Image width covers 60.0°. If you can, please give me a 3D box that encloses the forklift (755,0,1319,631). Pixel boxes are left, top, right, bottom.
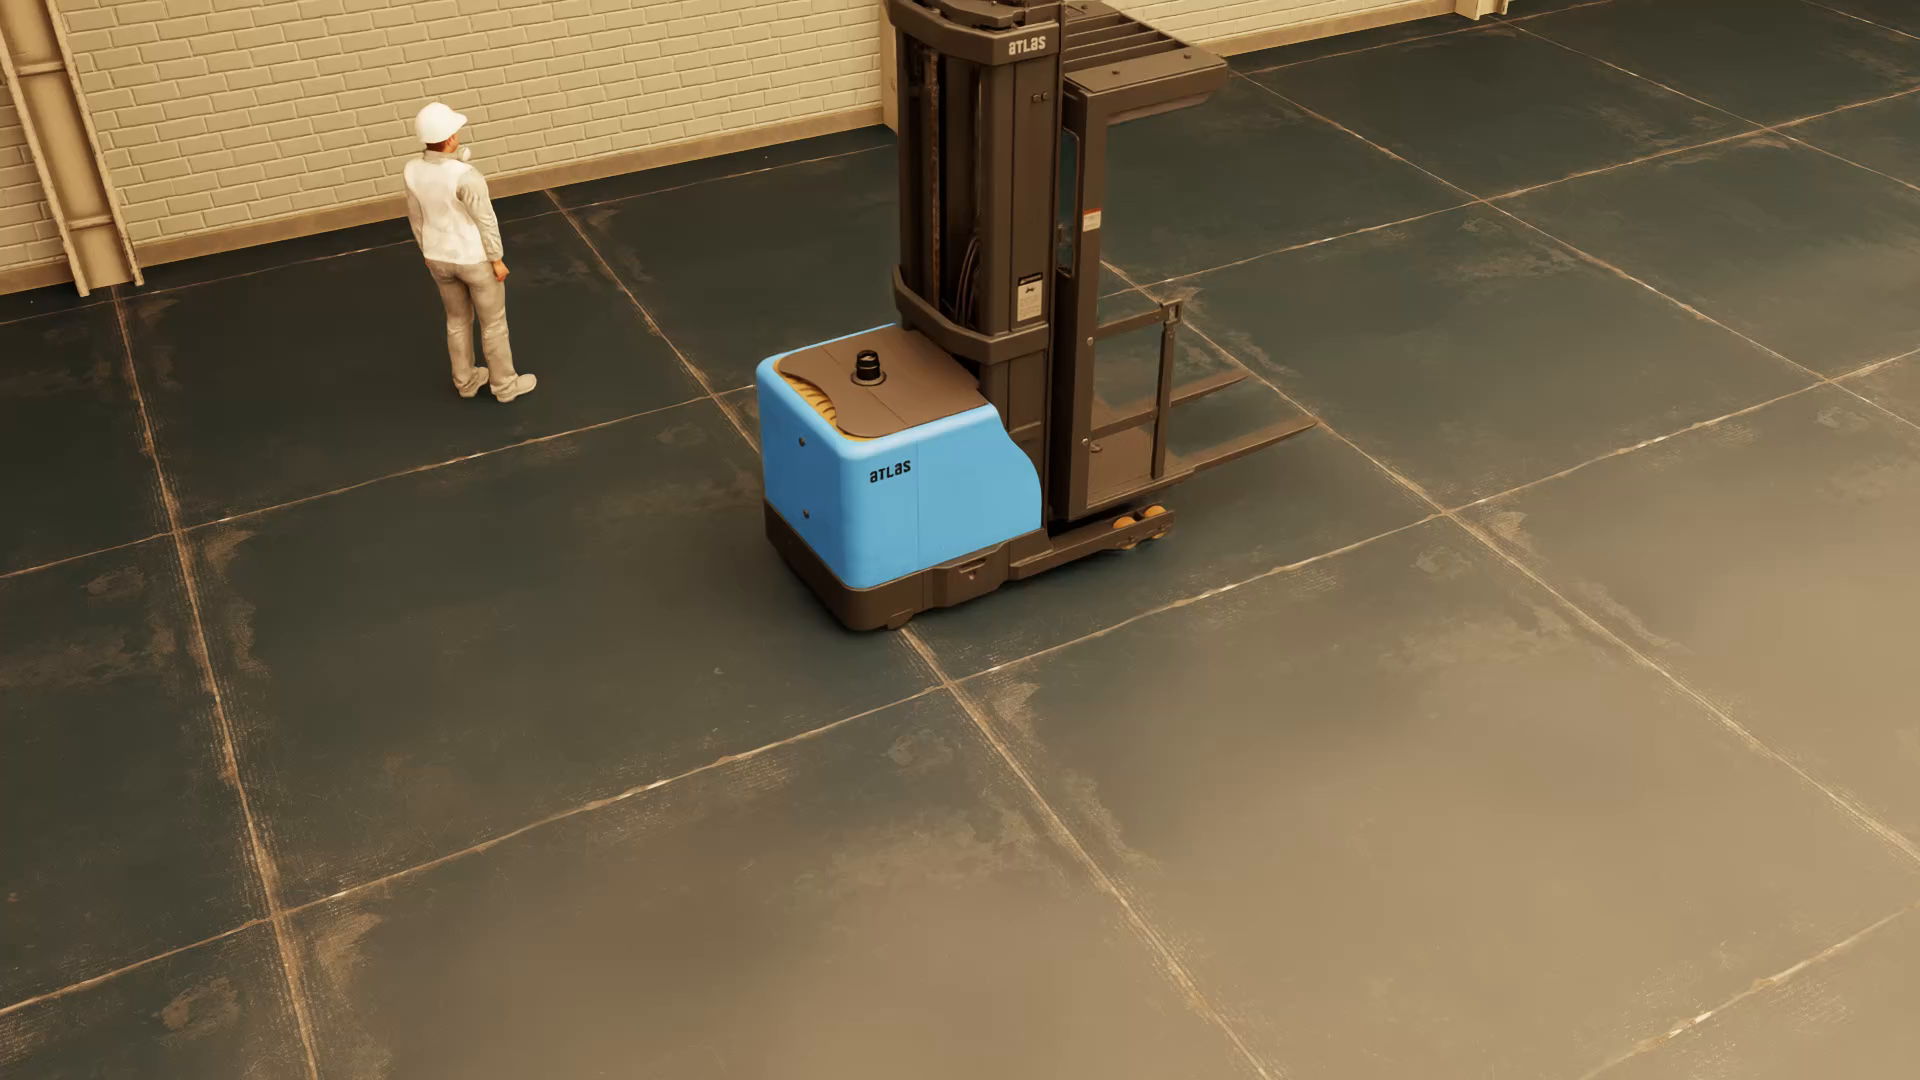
[{"bbox_3d":[0.524,-1.391,8.090,3.031,2.935,1.130,-19,40,-25],"label":"forklift"}]

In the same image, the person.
[{"bbox_3d":[-2.804,-1.618,9.415,0.533,1.776,0.361,11,37,16],"label":"person"}]
